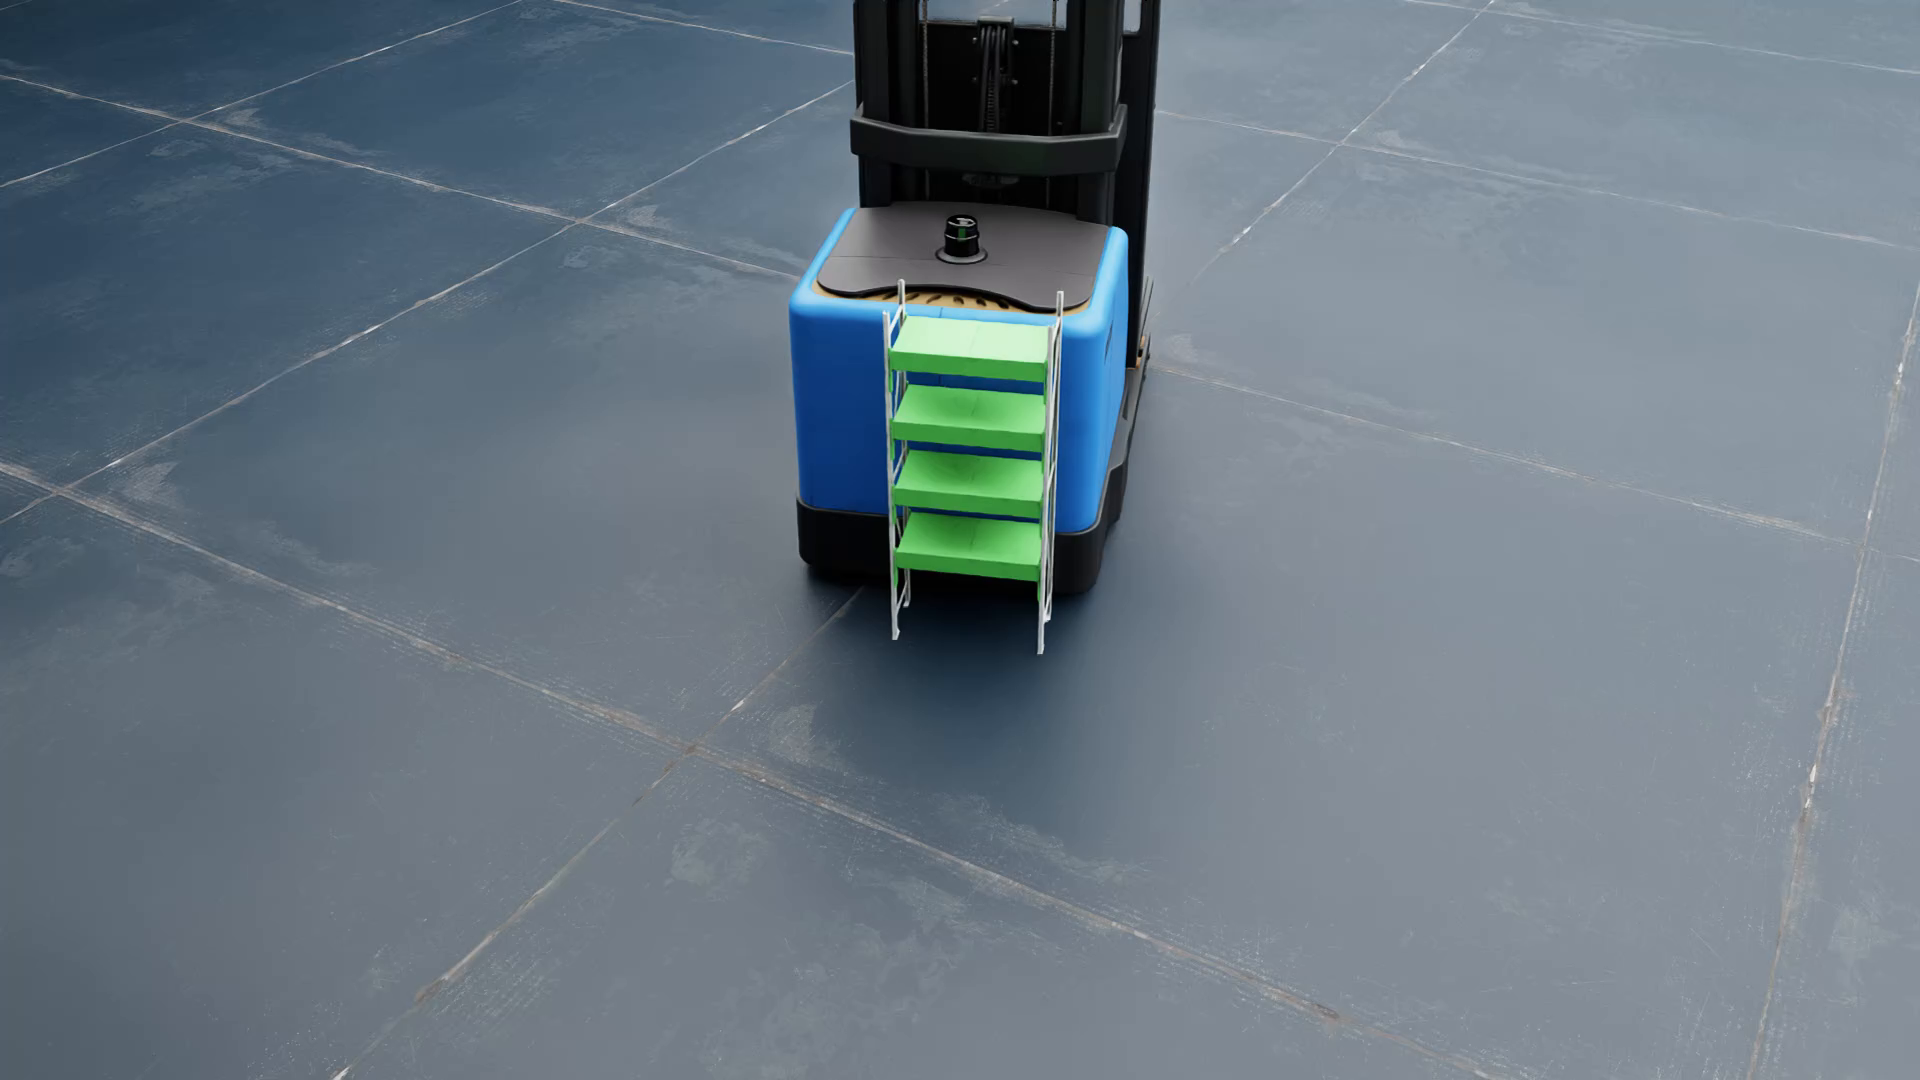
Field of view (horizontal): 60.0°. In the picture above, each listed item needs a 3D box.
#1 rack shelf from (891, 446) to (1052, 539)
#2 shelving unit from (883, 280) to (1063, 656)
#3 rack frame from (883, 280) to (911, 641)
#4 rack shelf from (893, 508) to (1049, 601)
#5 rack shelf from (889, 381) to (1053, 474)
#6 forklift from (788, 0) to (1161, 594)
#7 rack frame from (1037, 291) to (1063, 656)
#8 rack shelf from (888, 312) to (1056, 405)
[{"bbox_3d":[0.042,-0.154,5.314,0.480,0.148,0.258,6,34,8],"label":"rack shelf"},{"bbox_3d":[0.042,-0.207,5.279,0.503,1.200,0.258,6,34,8],"label":"shelving unit"},{"bbox_3d":[-0.198,-0.230,5.314,0.015,1.200,0.240,6,34,8],"label":"rack frame"},{"bbox_3d":[0.042,0.046,5.447,0.480,0.148,0.258,6,34,8],"label":"rack shelf"},{"bbox_3d":[0.042,-0.353,5.181,0.480,0.148,0.258,6,34,8],"label":"rack shelf"},{"bbox_3d":[0.207,-1.845,6.178,1.130,2.935,3.031,6,34,9],"label":"forklift"},{"bbox_3d":[0.283,-0.184,5.244,0.015,1.200,0.240,6,34,8],"label":"rack frame"},{"bbox_3d":[0.042,-0.553,5.048,0.480,0.148,0.258,6,34,8],"label":"rack shelf"}]
